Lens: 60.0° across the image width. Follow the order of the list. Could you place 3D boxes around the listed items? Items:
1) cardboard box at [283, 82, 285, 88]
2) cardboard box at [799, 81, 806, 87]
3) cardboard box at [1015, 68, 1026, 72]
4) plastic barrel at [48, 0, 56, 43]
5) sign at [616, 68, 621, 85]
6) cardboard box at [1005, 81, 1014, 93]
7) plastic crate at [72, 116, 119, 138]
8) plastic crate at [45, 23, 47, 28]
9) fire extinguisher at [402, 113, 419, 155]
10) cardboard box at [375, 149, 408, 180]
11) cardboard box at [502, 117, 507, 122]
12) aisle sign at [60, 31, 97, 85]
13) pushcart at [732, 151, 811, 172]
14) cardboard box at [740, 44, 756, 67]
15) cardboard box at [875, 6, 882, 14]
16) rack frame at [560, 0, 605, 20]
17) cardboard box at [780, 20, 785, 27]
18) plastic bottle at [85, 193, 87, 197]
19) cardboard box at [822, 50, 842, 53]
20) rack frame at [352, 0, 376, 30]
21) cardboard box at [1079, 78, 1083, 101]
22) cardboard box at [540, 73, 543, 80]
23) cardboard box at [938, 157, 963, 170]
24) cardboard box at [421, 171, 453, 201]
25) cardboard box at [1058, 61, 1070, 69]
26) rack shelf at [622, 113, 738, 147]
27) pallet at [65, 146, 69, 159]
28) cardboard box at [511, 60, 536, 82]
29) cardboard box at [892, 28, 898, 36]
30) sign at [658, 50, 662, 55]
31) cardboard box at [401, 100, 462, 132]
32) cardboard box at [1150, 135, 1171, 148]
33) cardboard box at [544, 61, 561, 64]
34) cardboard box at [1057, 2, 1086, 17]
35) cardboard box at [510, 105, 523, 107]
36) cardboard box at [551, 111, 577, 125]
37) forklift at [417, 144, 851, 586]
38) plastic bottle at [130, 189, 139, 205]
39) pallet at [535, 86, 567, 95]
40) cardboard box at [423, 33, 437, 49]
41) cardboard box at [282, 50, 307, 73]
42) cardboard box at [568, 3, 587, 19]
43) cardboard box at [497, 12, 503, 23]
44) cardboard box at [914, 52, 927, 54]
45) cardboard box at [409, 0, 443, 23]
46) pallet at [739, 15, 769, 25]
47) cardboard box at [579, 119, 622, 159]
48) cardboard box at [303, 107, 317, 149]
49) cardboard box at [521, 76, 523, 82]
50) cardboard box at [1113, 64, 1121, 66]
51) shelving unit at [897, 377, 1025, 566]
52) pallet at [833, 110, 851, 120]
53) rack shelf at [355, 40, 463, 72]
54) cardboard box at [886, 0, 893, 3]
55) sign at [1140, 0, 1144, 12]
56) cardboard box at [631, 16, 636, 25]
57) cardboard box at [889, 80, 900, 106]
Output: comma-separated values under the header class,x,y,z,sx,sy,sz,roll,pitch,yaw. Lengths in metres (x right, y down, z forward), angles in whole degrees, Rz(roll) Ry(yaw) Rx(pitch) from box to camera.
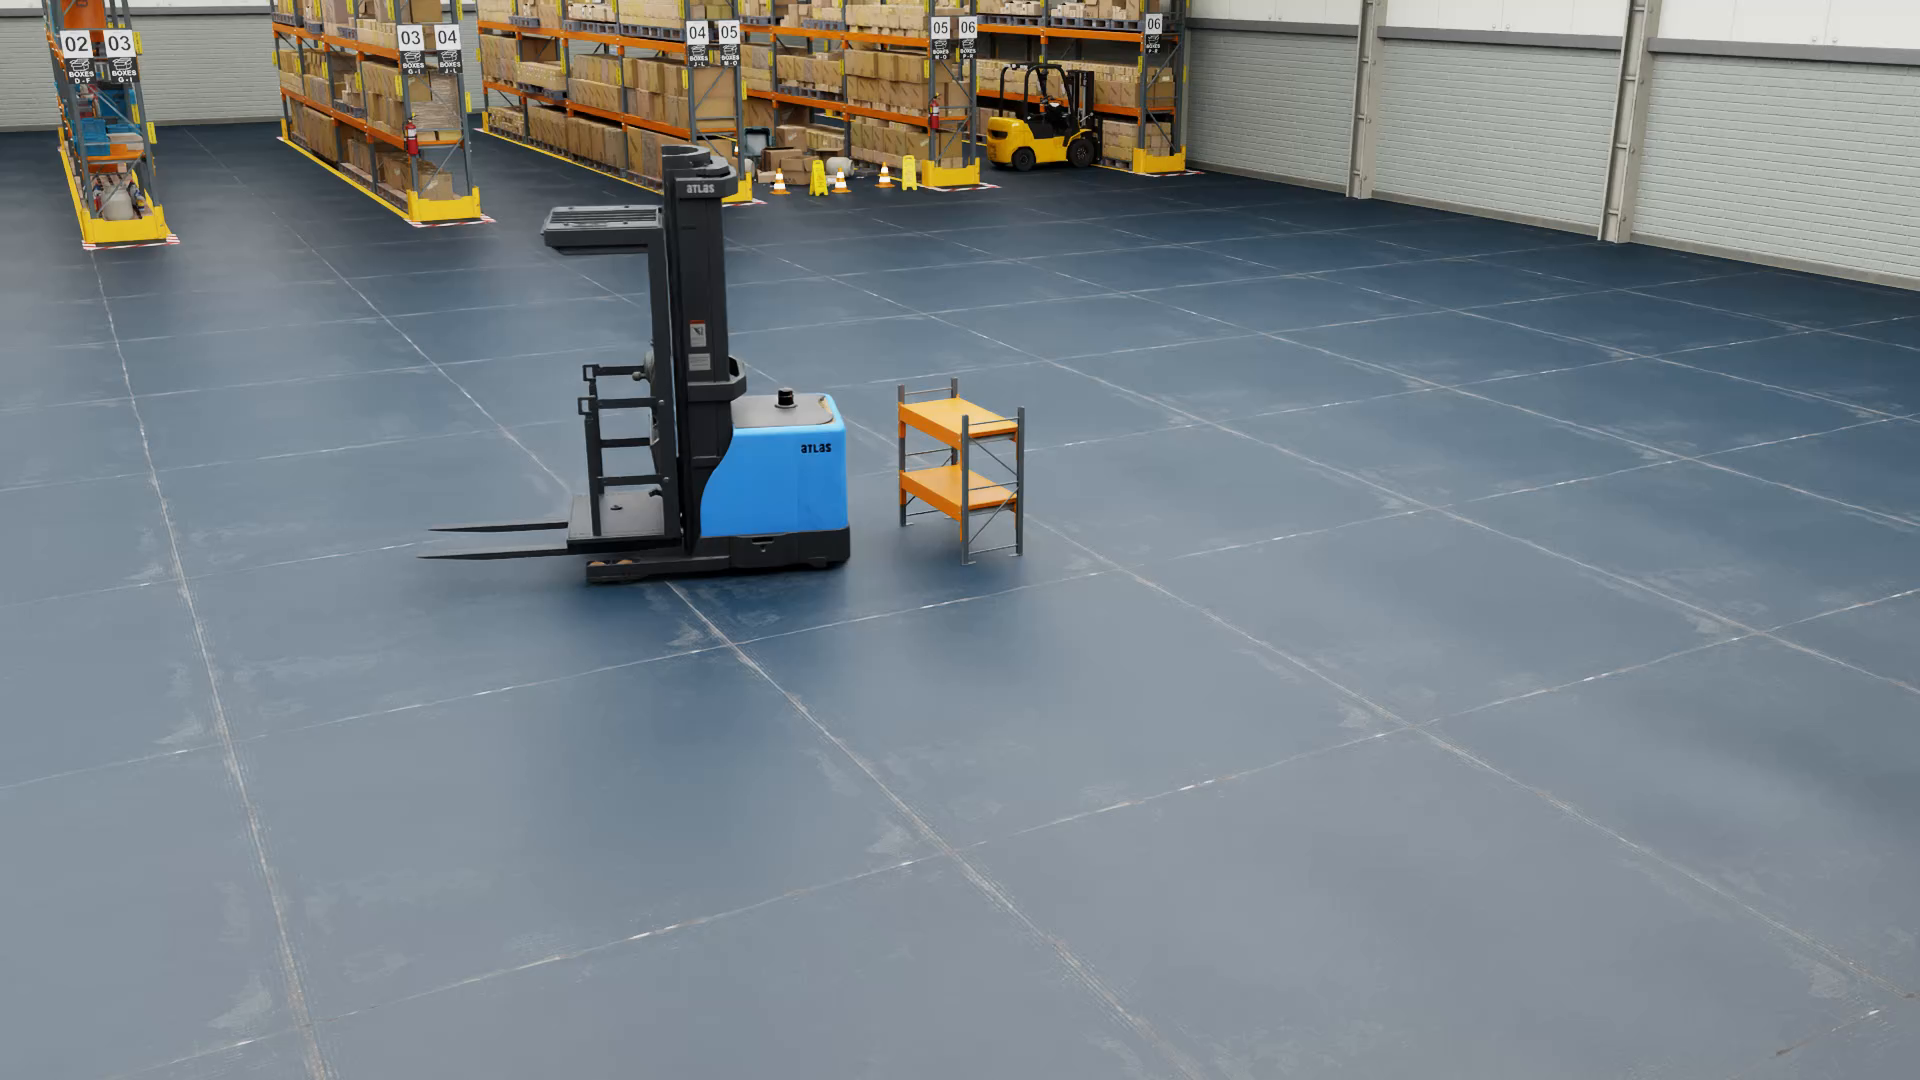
class,x,y,z,sx,sy,sz,roll,pitch,yaw
cardboard box,-16.342,-11.142,40.708,0.380,0.149,0.250,-11,22,-28
cardboard box,-3.464,-10.446,38.046,0.380,0.149,0.250,-9,21,-23
cardboard box,1.514,-11.043,38.889,0.380,0.149,0.250,-11,22,-28
plastic barrel,-15.868,-9.304,29.629,0.600,0.901,0.600,0,19,0
sign,-6.826,-9.278,33.268,0.100,0.325,0.005,-10,21,-27
cardboard box,1.400,-10.745,39.402,0.500,0.250,0.500,-10,21,-26
plastic crate,-14.989,-7.150,28.848,0.767,0.338,0.504,-10,21,-27
plastic crate,-19.863,-11.245,36.427,0.293,0.136,0.466,-10,21,-27
fire extinguisher,-9.218,-6.827,27.936,0.296,0.674,0.183,-10,21,-27
cardboard box,-11.039,-7.322,32.410,0.700,0.500,0.500,-12,22,-31
cardboard box,-11.518,-10.806,42.619,0.380,0.149,0.250,-11,22,-29
aisle sign,-13.453,-7.363,25.385,0.394,0.787,0.004,-10,21,-27
pushcart,-4.028,-8.044,35.365,0.936,0.377,1.648,16,25,39
cardboard box,-5.135,-11.863,40.726,0.500,0.500,0.500,-10,22,-28
cardboard box,-1.516,-10.821,33.956,0.380,0.149,0.250,-10,22,-27
rack frame,-8.253,-12.840,36.045,1.000,3.000,0.127,-10,21,-27
cardboard box,-3.945,-11.982,38.543,0.380,0.149,0.250,-10,21,-27
plastic bottle,-14.727,-5.779,28.167,0.144,0.351,0.185,-9,21,-24
cardboard box,-2.919,-11.066,37.856,0.380,0.149,0.250,-11,22,-29
rack frame,-10.766,-10.952,30.575,1.000,3.000,0.127,-10,21,-27
cardboard box,2.806,-10.008,36.884,0.500,0.500,0.500,-10,22,-27
cardboard box,-9.378,-10.591,38.010,0.380,0.149,0.250,-10,21,-27
cardboard box,-0.285,-7.676,33.849,0.500,0.250,0.500,-10,21,-27
cardboard box,-9.149,-6.167,29.092,0.500,0.500,0.500,-6,20,-17
cardboard box,2.431,-10.720,37.495,0.380,0.149,0.250,-10,21,-26
rack shelf,-5.404,-7.941,32.149,1.077,0.370,4.000,-10,21,-27
pallet,-19.891,-8.883,38.051,1.003,0.211,1.213,-10,21,-27
cardboard box,-10.631,-11.435,40.562,0.500,0.500,0.500,-10,21,-27
cardboard box,-1.145,-10.233,33.475,0.380,0.149,0.250,-11,22,-28
sign,-8.235,-13.458,45.587,0.100,0.325,0.005,-10,21,-27
cardboard box,-9.104,-7.318,28.631,0.875,0.500,0.500,-10,21,-27
cardboard box,4.180,-8.575,35.688,0.500,0.250,0.500,-10,21,-26
cardboard box,-9.790,-11.428,39.980,0.380,0.149,0.250,-9,21,-24
cardboard box,2.502,-11.766,36.872,0.500,0.311,0.500,-9,21,-26
cardboard box,-11.577,-11.320,43.652,0.380,0.149,0.250,-10,21,-26
cardboard box,-9.058,-9.674,38.107,0.500,0.250,0.500,-10,21,-26
forklift,-2.362,-1.251,11.765,3.031,2.935,1.130,-3,19,-10
plastic bottle,-14.248,-5.934,28.731,0.152,0.276,0.135,-10,21,-26
pallet,-9.229,-10.475,38.683,1.003,0.211,1.213,-10,21,-27
cardboard box,-8.868,-8.493,28.278,0.500,0.250,0.500,-9,21,-25
cardboard box,-15.986,-11.514,40.025,0.500,0.500,0.500,-11,22,-28
cardboard box,-8.103,-11.383,35.763,0.500,0.311,0.500,-10,21,-27
cardboard box,-11.092,-12.889,41.016,0.500,0.250,0.500,-10,22,-27
cardboard box,-0.826,-12.416,43.217,0.700,0.500,0.500,-10,21,-27
cardboard box,-9.334,-9.278,28.946,0.500,0.500,0.500,-10,21,-27
pallet,-4.831,-12.625,40.312,1.003,0.211,1.213,-9,21,-24
cardboard box,-7.625,-8.700,36.049,1.050,0.750,0.750,-10,21,-26
cardboard box,-14.244,-9.426,37.963,1.225,0.875,0.875,-10,21,-26
cardboard box,-10.233,-10.969,39.562,0.380,0.149,0.250,-10,21,-26
cardboard box,3.540,-10.345,36.410,0.380,0.149,0.250,-10,21,-26
shelving unit,-0.003,-0.534,12.454,0.538,1.125,1.048,-10,21,-27
pallet,-2.961,-12.297,47.945,1.003,0.211,1.213,-10,21,-27
rack shelf,-9.817,-8.620,29.518,1.077,0.370,4.000,-10,21,-27
cardboard box,-1.721,-14.249,43.862,0.380,0.149,0.250,-9,21,-25
sign,3.737,-10.992,34.053,0.100,0.325,0.005,-10,21,-27
cardboard box,-6.119,-10.025,32.076,0.380,0.149,0.250,-10,22,-28
cardboard box,-1.114,-9.092,33.774,0.500,0.500,0.500,-10,21,-27
